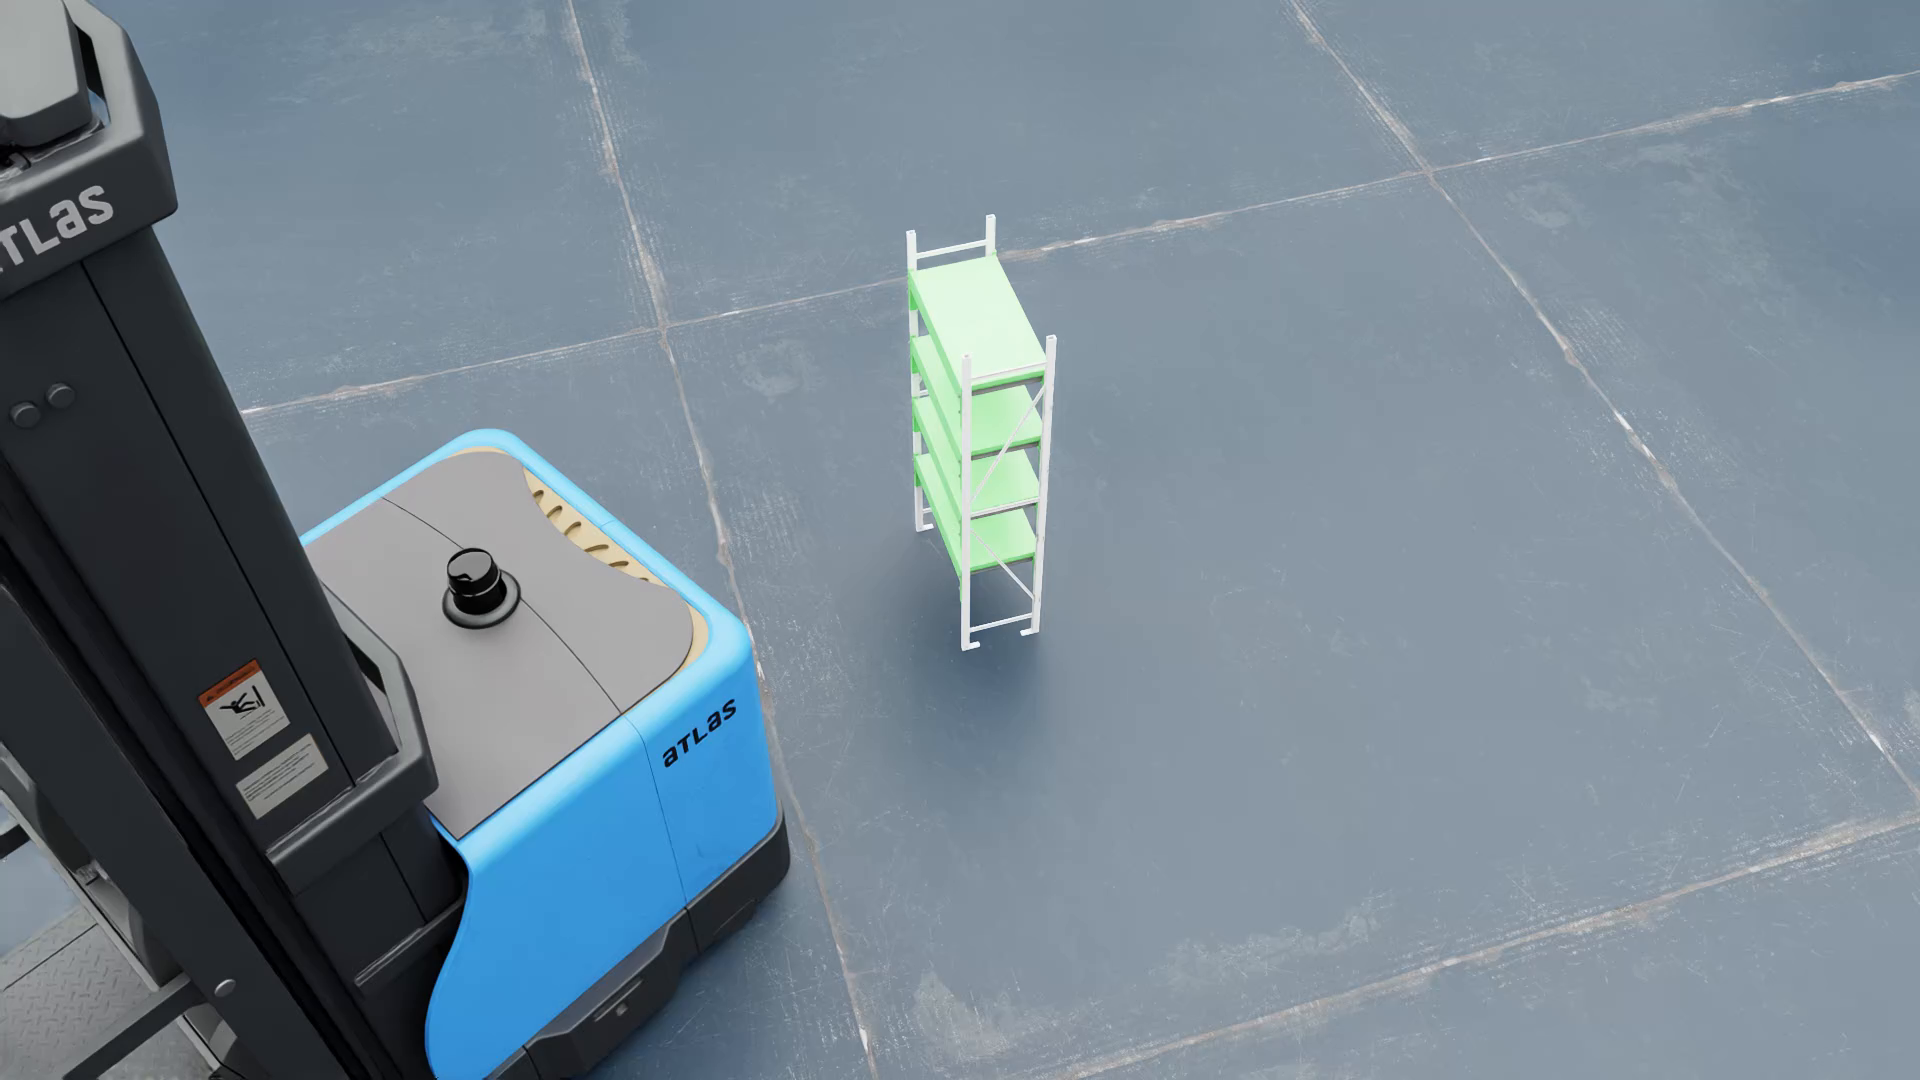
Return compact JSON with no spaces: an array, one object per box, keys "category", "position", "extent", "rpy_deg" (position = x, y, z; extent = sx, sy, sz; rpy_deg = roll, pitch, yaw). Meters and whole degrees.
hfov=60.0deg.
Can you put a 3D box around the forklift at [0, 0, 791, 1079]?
[{"category":"forklift","position":[-1.830,0.517,2.897],"extent":[1.130,2.935,3.031],"rpy_deg":[36,59,26]}]

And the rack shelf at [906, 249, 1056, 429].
[{"category":"rack shelf","position":[0.049,-0.534,4.371],"extent":[0.258,0.148,0.480],"rpy_deg":[-13,51,-11]}]

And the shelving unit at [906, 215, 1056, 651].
[{"category":"shelving unit","position":[0.049,-0.266,4.689],"extent":[0.258,1.200,0.503],"rpy_deg":[-13,51,-11]}]

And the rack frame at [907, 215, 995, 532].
[{"category":"rack frame","position":[-0.023,-0.444,4.840],"extent":[0.240,1.200,0.015],"rpy_deg":[-13,51,-11]}]

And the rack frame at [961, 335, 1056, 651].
[{"category":"rack frame","position":[0.121,-0.088,4.539],"extent":[0.240,1.200,0.015],"rpy_deg":[-13,51,-11]}]

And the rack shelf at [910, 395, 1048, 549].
[{"category":"rack shelf","position":[0.049,-0.225,4.738],"extent":[0.258,0.148,0.480],"rpy_deg":[-13,51,-11]}]

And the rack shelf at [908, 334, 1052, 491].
[{"category":"rack shelf","position":[0.049,-0.379,4.555],"extent":[0.258,0.148,0.480],"rpy_deg":[-13,51,-11]}]

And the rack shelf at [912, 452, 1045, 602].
[{"category":"rack shelf","position":[0.049,-0.070,4.922],"extent":[0.258,0.148,0.480],"rpy_deg":[-13,51,-11]}]
